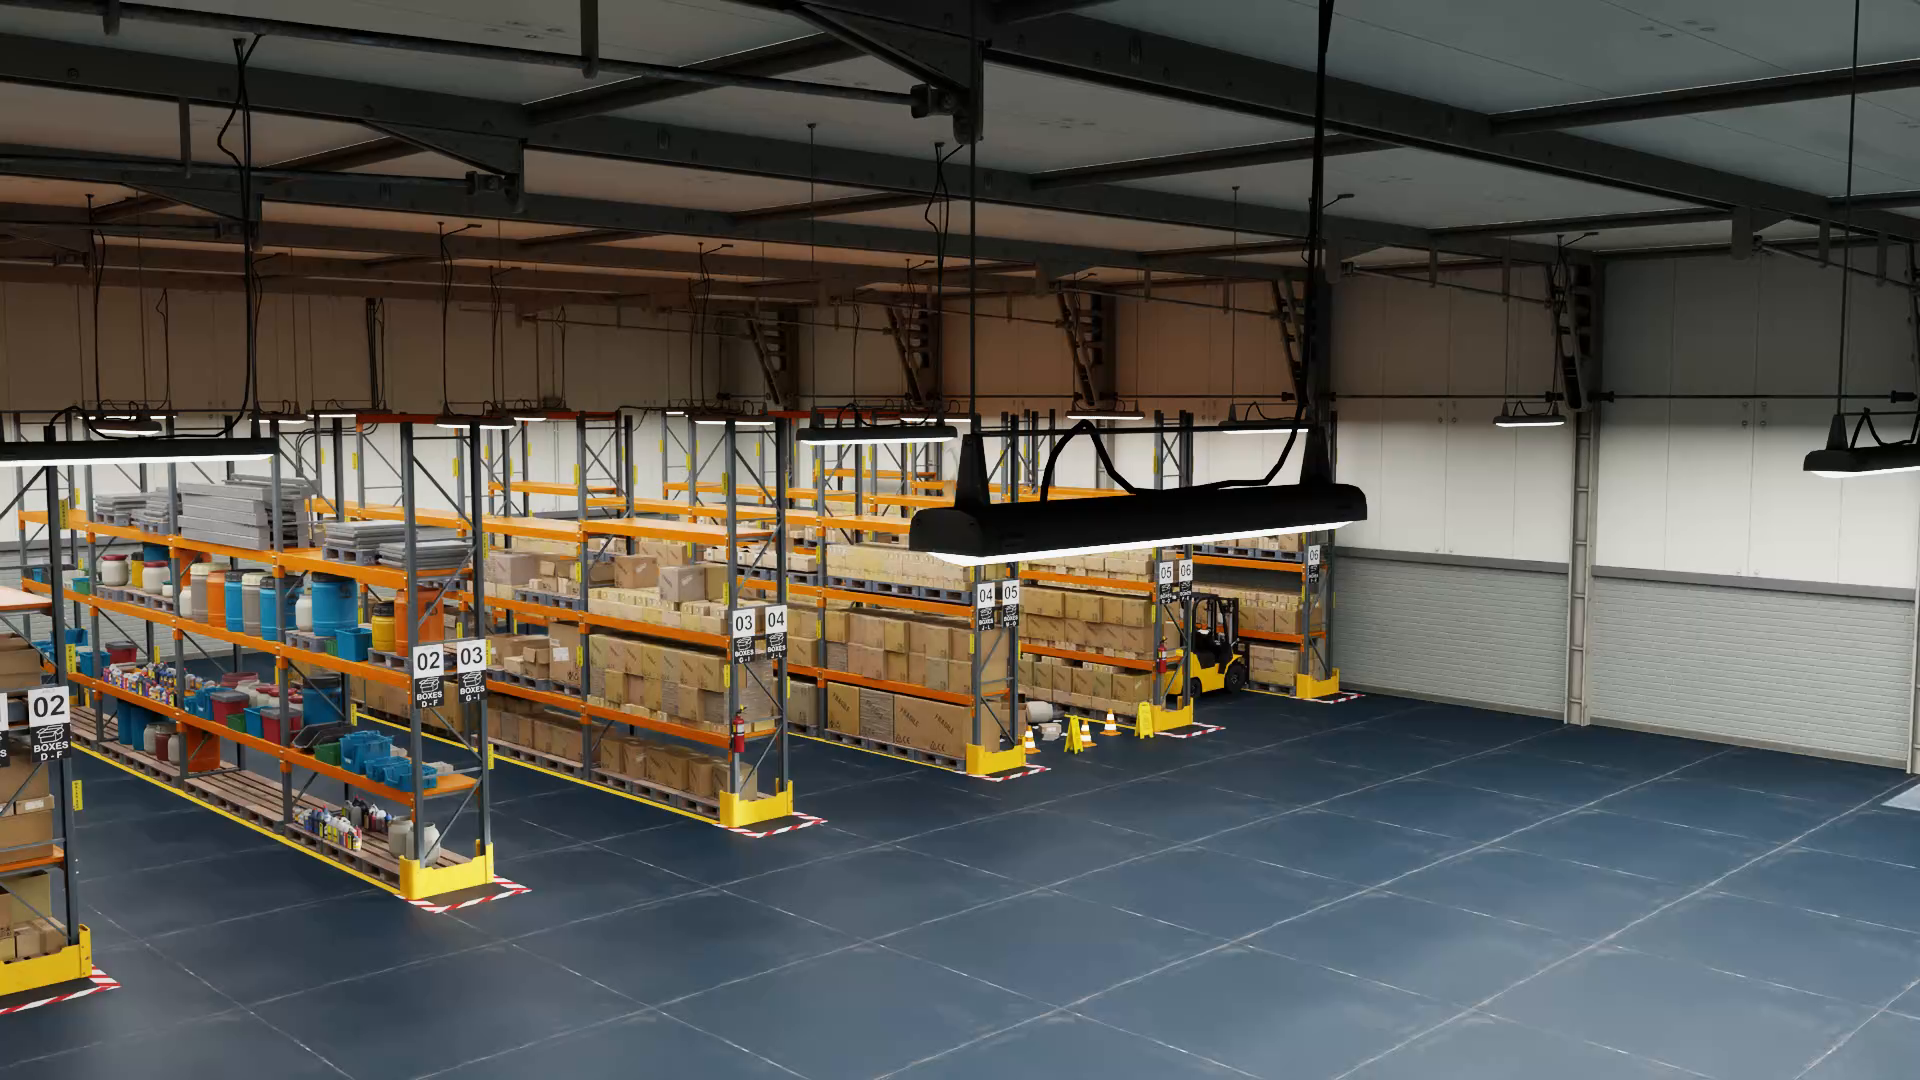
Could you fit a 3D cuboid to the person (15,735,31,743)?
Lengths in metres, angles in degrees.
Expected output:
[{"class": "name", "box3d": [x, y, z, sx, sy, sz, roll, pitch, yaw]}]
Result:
[{"class": "person", "box3d": [-15.697, 3.039, 27.692, 0.738, 1.823, 0.677, 4, 6, 40]}]
